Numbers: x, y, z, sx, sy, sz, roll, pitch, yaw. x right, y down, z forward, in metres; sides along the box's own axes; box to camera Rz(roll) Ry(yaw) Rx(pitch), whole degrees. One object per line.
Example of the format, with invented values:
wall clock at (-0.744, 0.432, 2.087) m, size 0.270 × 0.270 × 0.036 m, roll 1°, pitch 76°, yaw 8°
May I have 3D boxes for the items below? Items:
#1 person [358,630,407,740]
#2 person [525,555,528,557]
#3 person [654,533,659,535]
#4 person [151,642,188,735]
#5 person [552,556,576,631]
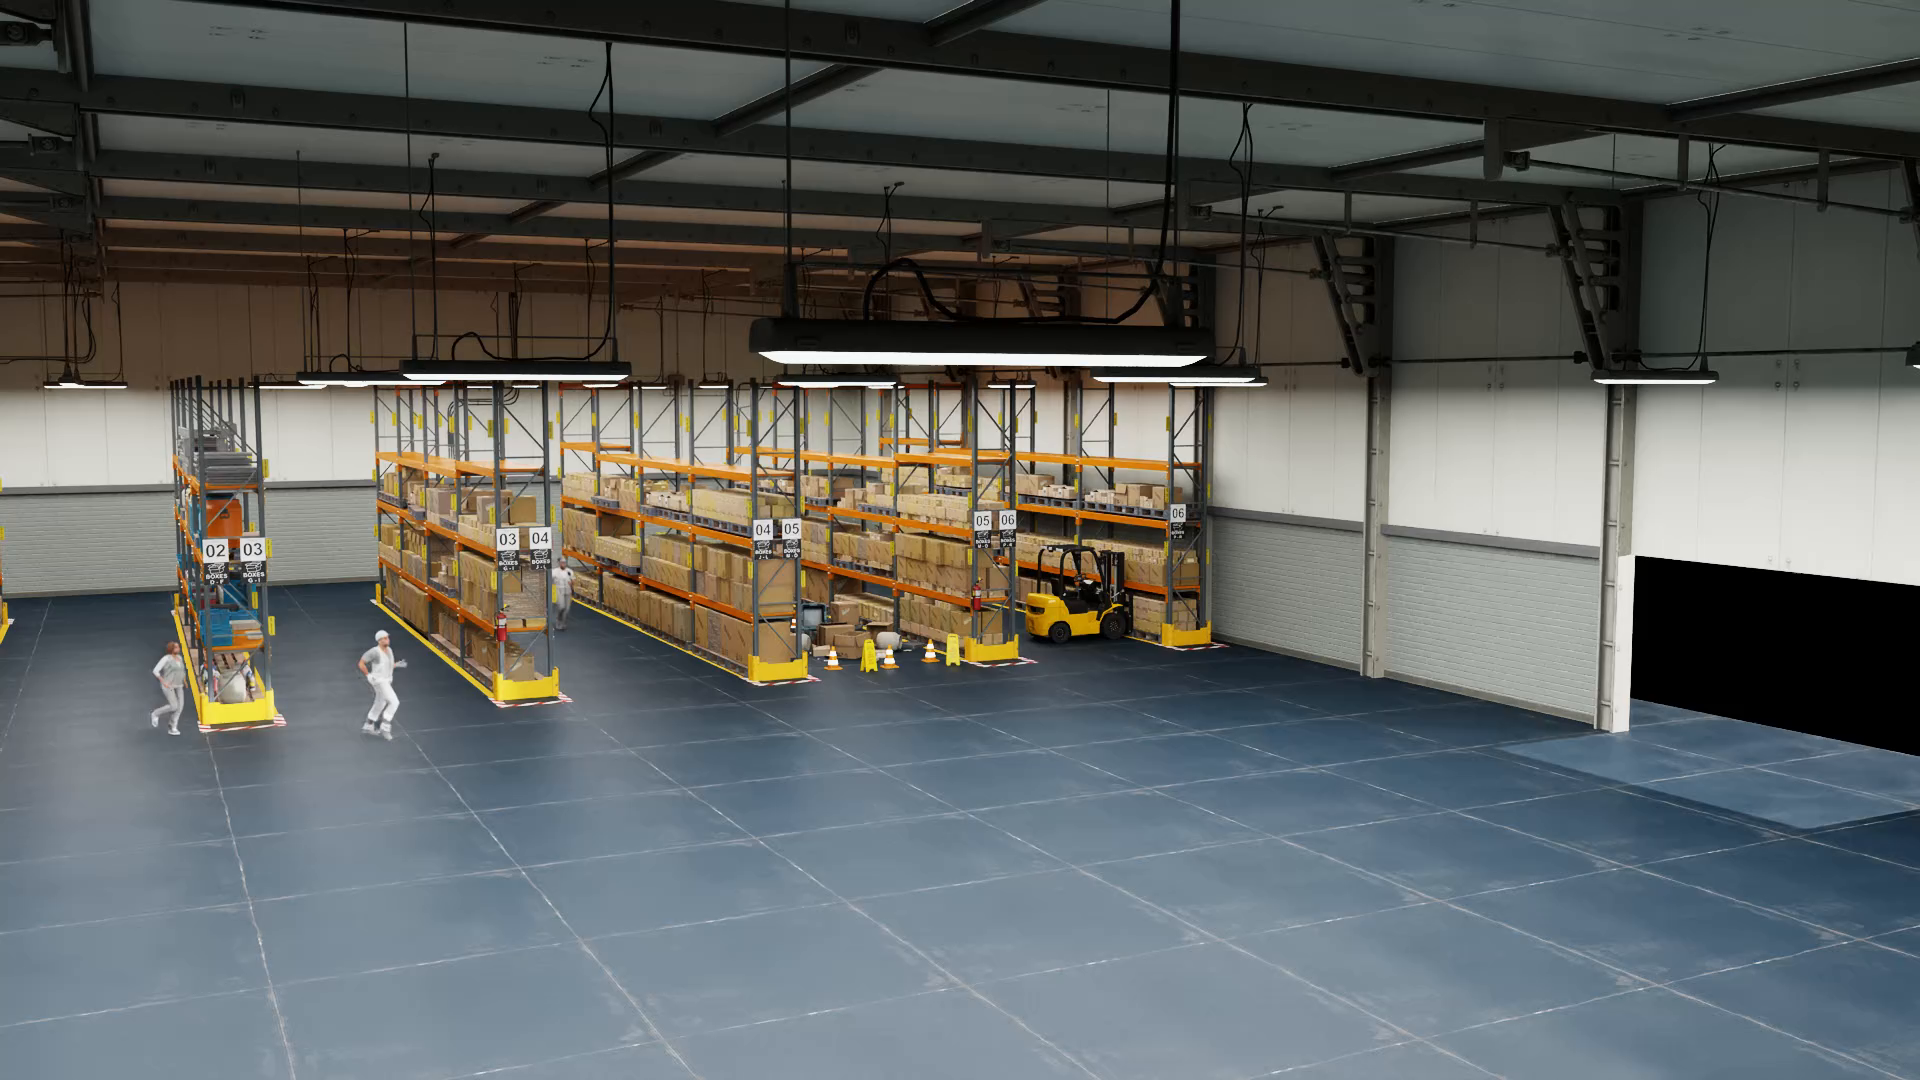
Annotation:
person at (-9.535, 2.403, 27.523) m, size 0.748 × 1.835 × 0.616 m, roll 0°, pitch 5°, yaw 5°
person at (-12.529, 0.742, 46.881) m, size 0.798 × 1.746 × 0.710 m, roll 1°, pitch 5°, yaw 8°
person at (-8.588, 0.654, 47.308) m, size 0.704 × 1.725 × 0.668 m, roll -4°, pitch 7°, yaw -41°
person at (-13.259, 2.479, 27.978) m, size 0.572 × 1.537 × 0.605 m, roll 2°, pitch 5°, yaw 19°
person at (-9.547, 1.292, 39.999) m, size 0.636 × 1.801 × 0.713 m, roll -3°, pitch 6°, yaw -34°
